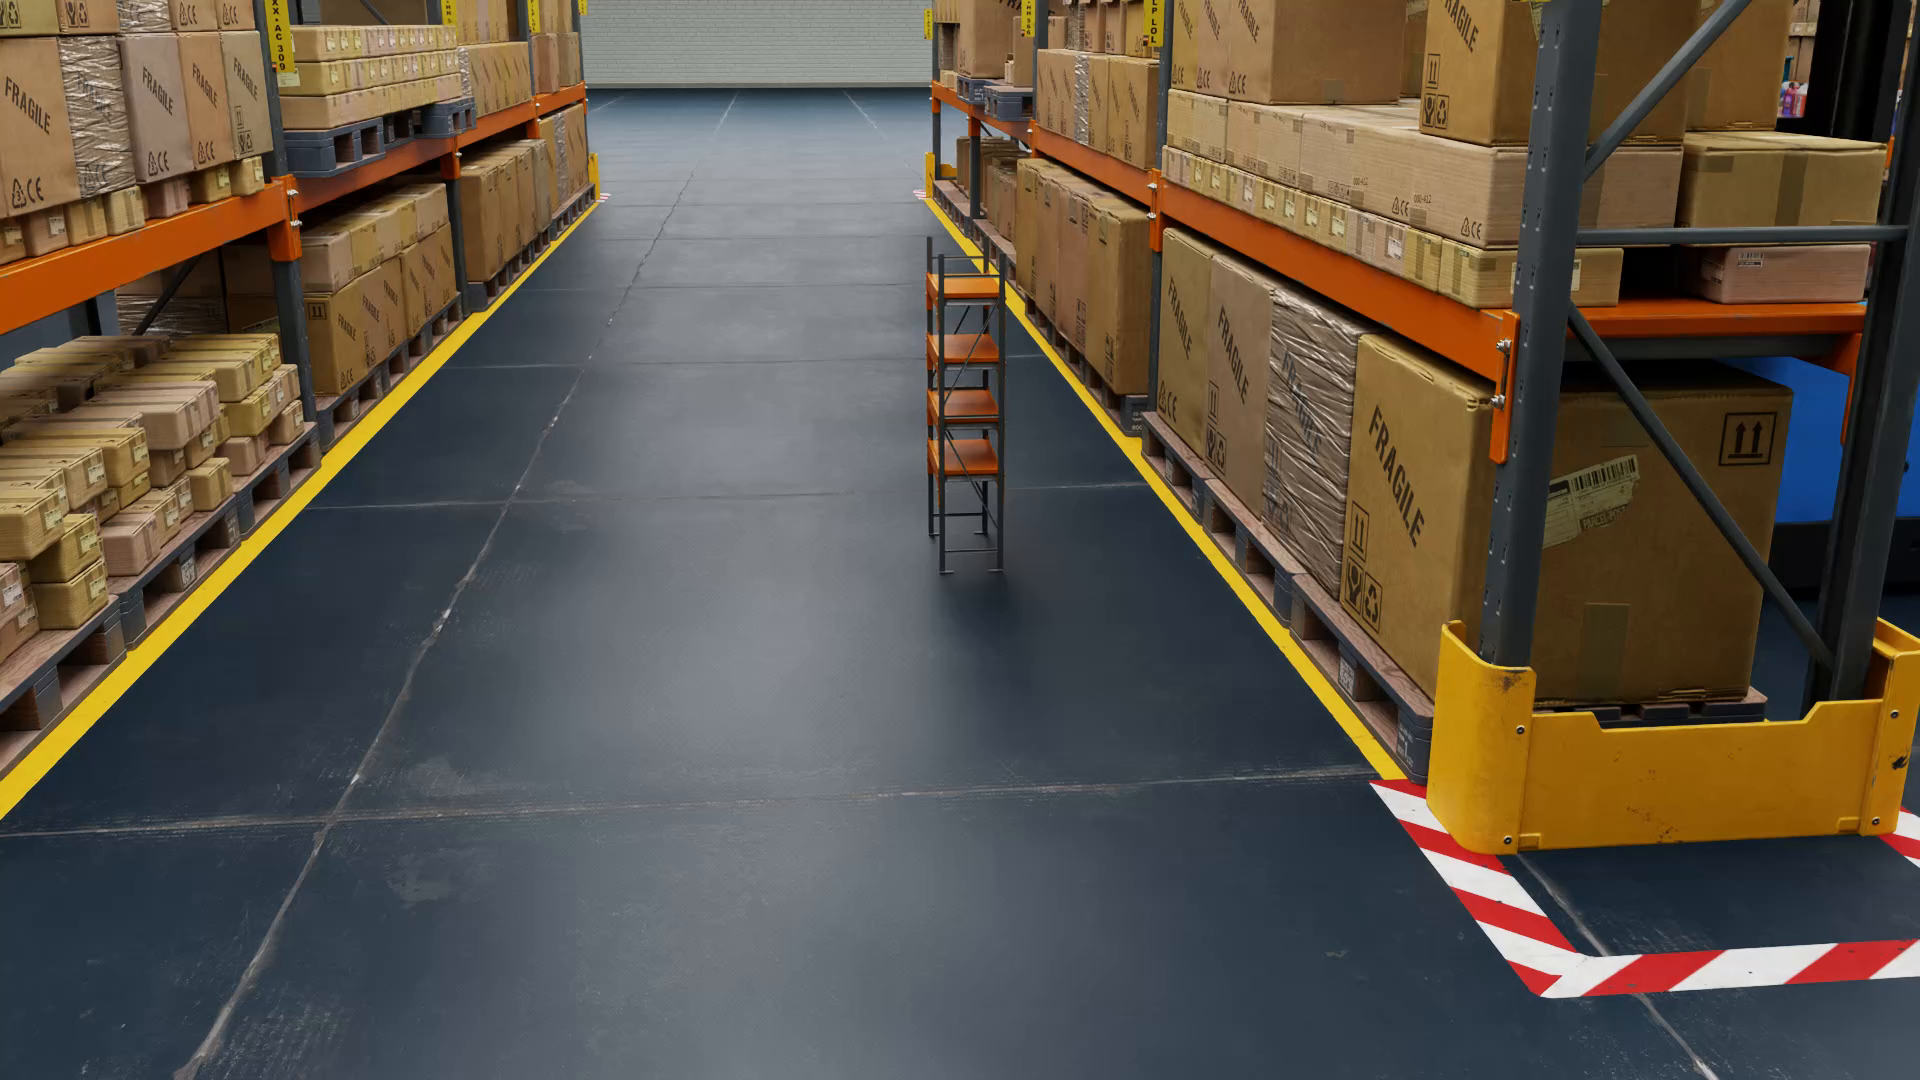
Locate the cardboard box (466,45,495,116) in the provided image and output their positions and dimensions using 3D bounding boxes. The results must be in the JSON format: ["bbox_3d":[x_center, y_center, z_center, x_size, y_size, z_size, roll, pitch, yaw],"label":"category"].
[{"bbox_3d":[-3.821,-3.468,12.549,0.500,0.500,0.500,-2,18,-6],"label":"cardboard box"}]

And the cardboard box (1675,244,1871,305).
[{"bbox_3d":[2.124,-0.712,4.358,0.380,0.149,0.250,-2,17,-5],"label":"cardboard box"}]

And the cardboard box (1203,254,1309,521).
[{"bbox_3d":[1.501,-0.627,6.514,0.875,0.875,0.875,-2,18,-6],"label":"cardboard box"}]

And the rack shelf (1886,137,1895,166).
[{"bbox_3d":[6.140,-2.314,10.240,1.077,0.370,4.000,-2,18,-6],"label":"rack shelf"}]

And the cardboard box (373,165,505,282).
[{"bbox_3d":[-3.910,-2.288,12.012,1.050,0.750,0.750,-2,18,-6],"label":"cardboard box"}]

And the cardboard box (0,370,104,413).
[{"bbox_3d":[-3.600,-0.565,6.535,0.380,0.149,0.250,-2,18,-7],"label":"cardboard box"}]

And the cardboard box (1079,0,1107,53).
[{"bbox_3d":[1.131,-3.214,10.064,0.797,0.503,0.637,-1,17,-4],"label":"cardboard box"}]

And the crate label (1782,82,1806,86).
[{"bbox_3d":[6.264,-3.310,12.492,0.303,0.233,0.416,-2,18,-6],"label":"crate label"}]

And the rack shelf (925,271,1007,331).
[{"bbox_3d":[0.017,-0.898,6.223,0.258,0.148,0.480,-2,18,-6],"label":"rack shelf"}]

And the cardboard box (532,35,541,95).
[{"bbox_3d":[-4.478,-4.513,15.793,0.875,0.550,0.550,-2,18,-6],"label":"cardboard box"}]

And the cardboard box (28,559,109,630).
[{"bbox_3d":[-2.905,0.172,5.180,0.380,0.149,0.250,-2,17,-5],"label":"cardboard box"}]

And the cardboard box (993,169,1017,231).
[{"bbox_3d":[0.667,-2.983,14.608,0.700,0.500,0.500,-2,18,-6],"label":"cardboard box"}]

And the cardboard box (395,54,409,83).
[{"bbox_3d":[-3.270,-2.605,9.188,0.380,0.149,0.250,-2,18,-7],"label":"cardboard box"}]

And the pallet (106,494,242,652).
[{"bbox_3d":[-3.290,0.109,5.978,1.003,0.211,1.213,-2,18,-6],"label":"pallet"}]

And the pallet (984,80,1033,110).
[{"bbox_3d":[0.763,-3.597,13.446,1.003,0.211,1.213,-2,18,-6],"label":"pallet"}]

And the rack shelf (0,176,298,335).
[{"bbox_3d":[-3.317,-0.846,5.564,1.077,0.370,4.000,-2,18,-6],"label":"rack shelf"}]

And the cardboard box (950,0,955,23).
[{"bbox_3d":[0.171,-5.382,16.479,0.500,0.500,0.500,-2,18,-6],"label":"cardboard box"}]

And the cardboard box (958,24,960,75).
[{"bbox_3d":[0.442,-4.913,16.655,0.875,0.500,0.500,-2,18,-6],"label":"cardboard box"}]

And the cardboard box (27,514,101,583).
[{"bbox_3d":[-2.914,0.027,5.144,0.380,0.149,0.250,-1,17,-4],"label":"cardboard box"}]

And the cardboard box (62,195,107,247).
[{"bbox_3d":[-3.030,-1.043,5.411,0.380,0.149,0.250,-1,17,-4],"label":"cardboard box"}]

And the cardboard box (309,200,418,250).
[{"bbox_3d":[-3.505,-1.845,9.765,0.500,0.250,0.500,-1,17,-4],"label":"cardboard box"}]

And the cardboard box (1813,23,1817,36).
[{"bbox_3d":[9.941,-5.794,18.874,0.380,0.149,0.250,-2,18,-6],"label":"cardboard box"}]

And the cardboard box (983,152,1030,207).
[{"bbox_3d":[0.527,-3.590,16.577,0.500,0.500,0.500,4,18,12],"label":"cardboard box"}]

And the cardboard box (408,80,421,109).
[{"bbox_3d":[-3.301,-2.542,9.485,0.380,0.149,0.250,-1,17,-4],"label":"cardboard box"}]

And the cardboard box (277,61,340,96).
[{"bbox_3d":[-3.107,-2.139,7.704,0.380,0.149,0.250,-1,17,-5],"label":"cardboard box"}]

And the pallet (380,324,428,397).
[{"bbox_3d":[-3.735,-1.051,9.672,1.003,0.211,1.213,-2,18,-6],"label":"pallet"}]

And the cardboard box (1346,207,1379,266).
[{"bbox_3d":[1.390,-0.919,5.017,0.380,0.149,0.250,-1,17,-5],"label":"cardboard box"}]

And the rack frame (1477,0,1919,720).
[{"bbox_3d":[1.833,-0.716,3.951,1.000,3.000,0.127,-2,18,-6],"label":"rack frame"}]

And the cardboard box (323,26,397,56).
[{"bbox_3d":[-3.241,-2.666,8.886,0.380,0.149,0.250,-1,17,-4],"label":"cardboard box"}]

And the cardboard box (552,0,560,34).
[{"bbox_3d":[-4.507,-5.349,16.655,0.875,0.550,0.500,-2,18,-6],"label":"cardboard box"}]

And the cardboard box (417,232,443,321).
[{"bbox_3d":[-3.559,-1.642,10.370,0.500,0.500,0.500,-1,17,-3],"label":"cardboard box"}]

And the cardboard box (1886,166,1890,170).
[{"bbox_3d":[10.144,-4.123,17.441,0.500,0.500,0.500,-2,18,-6],"label":"cardboard box"}]

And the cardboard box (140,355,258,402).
[{"bbox_3d":[-3.130,-0.662,6.844,0.380,0.149,0.250,-2,18,-6],"label":"cardboard box"}]

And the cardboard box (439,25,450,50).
[{"bbox_3d":[-3.406,-3.134,10.378,0.380,0.149,0.250,-2,18,-6],"label":"cardboard box"}]

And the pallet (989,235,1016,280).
[{"bbox_3d":[0.806,-2.365,13.857,1.003,0.211,1.213,-2,18,-6],"label":"pallet"}]

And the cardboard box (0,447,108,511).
[{"bbox_3d":[-3.001,-0.196,5.357,0.380,0.149,0.250,-1,17,-3],"label":"cardboard box"}]

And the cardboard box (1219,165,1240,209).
[{"bbox_3d":[1.230,-1.379,6.480,0.380,0.149,0.250,-2,18,-6],"label":"cardboard box"}]

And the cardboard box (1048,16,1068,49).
[{"bbox_3d":[0.912,-3.508,11.974,0.500,0.500,0.500,-4,18,-12],"label":"cardboard box"}]

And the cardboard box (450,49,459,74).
[{"bbox_3d":[-3.432,-3.066,10.657,0.380,0.149,0.250,-1,17,-5],"label":"cardboard box"}]

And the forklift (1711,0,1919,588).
[{"bbox_3d":[3.021,-1.621,6.947,1.130,2.935,3.031,-3,18,-8],"label":"forklift"}]

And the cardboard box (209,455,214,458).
[{"bbox_3d":[-3.203,-0.280,6.619,0.380,0.149,0.250,-2,18,-7],"label":"cardboard box"}]

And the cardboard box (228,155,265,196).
[{"bbox_3d":[-3.127,-1.514,6.911,0.380,0.149,0.250,-2,18,-7],"label":"cardboard box"}]

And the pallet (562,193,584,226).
[{"bbox_3d":[-4.479,-3.431,17.254,1.003,0.211,1.213,-2,18,-6],"label":"pallet"}]

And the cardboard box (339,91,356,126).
[{"bbox_3d":[-3.141,-2.079,8.011,0.380,0.149,0.250,-2,17,-5],"label":"cardboard box"}]

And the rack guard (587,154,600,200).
[{"bbox_3d":[-4.764,-4.175,19.140,1.175,0.500,0.348,-2,18,-6],"label":"rack guard"}]

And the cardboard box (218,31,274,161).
[{"bbox_3d":[-3.193,-1.839,6.864,0.500,0.500,0.500,-2,18,-6],"label":"cardboard box"}]

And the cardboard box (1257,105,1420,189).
[{"bbox_3d":[1.356,-1.381,5.821,0.500,0.250,0.500,-2,18,-6],"label":"cardboard box"}]

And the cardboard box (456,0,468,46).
[{"bbox_3d":[-4.081,-3.939,12.379,0.700,0.500,0.500,-2,18,-6],"label":"cardboard box"}]

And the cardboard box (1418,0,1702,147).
[{"bbox_3d":[1.521,-1.281,4.253,0.500,0.500,0.500,-2,17,-5],"label":"cardboard box"}]

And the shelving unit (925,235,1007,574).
[{"bbox_3d":[0.017,-0.523,6.340,0.258,1.200,0.503,-2,18,-6],"label":"shelving unit"}]

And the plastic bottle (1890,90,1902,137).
[{"bbox_3d":[5.800,-2.642,10.290,0.152,0.276,0.135,-2,18,-6],"label":"plastic bottle"}]

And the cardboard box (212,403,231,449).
[{"bbox_3d":[-3.161,-0.446,6.651,0.380,0.149,0.250,-2,18,-5],"label":"cardboard box"}]

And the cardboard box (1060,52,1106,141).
[{"bbox_3d":[0.899,-2.688,10.065,0.500,0.500,0.500,-2,18,-7],"label":"cardboard box"}]

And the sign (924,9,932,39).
[{"bbox_3d":[-0.357,-5.879,18.952,0.100,0.325,0.005,-2,18,-6],"label":"sign"}]

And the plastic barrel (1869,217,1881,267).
[{"bbox_3d":[6.118,-1.821,10.794,0.600,0.588,0.708,-2,18,-6],"label":"plastic barrel"}]
